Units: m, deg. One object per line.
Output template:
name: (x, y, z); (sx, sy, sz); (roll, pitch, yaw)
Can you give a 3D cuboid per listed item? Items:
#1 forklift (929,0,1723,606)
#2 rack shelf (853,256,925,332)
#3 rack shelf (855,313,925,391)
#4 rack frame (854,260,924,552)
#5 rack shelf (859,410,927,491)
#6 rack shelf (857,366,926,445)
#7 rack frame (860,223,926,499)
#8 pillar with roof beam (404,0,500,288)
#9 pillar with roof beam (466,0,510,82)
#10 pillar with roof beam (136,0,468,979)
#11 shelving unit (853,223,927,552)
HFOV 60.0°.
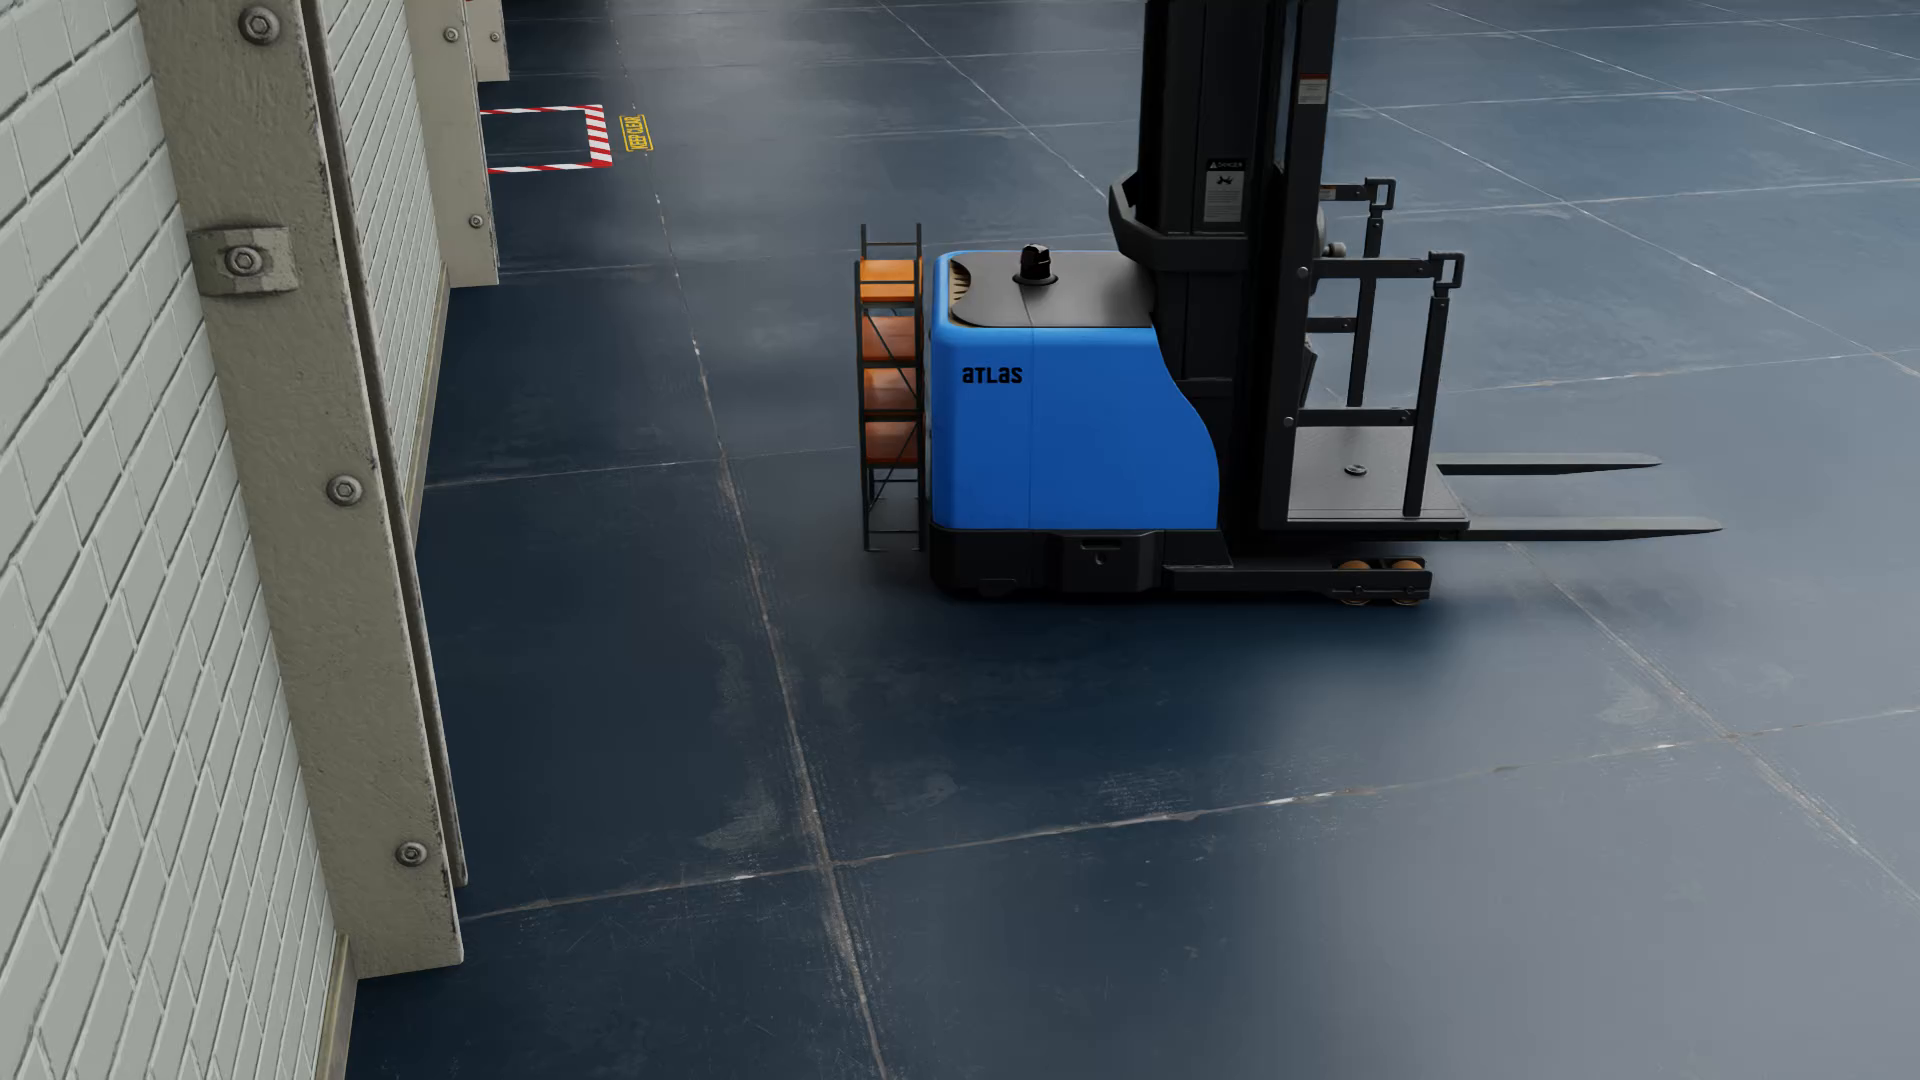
forklift: (1.397, -1.301, 6.076); (3.031, 2.935, 1.130); (0, 27, 0)
rack shelf: (-0.270, -0.954, 6.435); (0.258, 0.148, 0.480); (0, 27, 0)
rack shelf: (-0.269, -0.743, 6.542); (0.258, 0.148, 0.480); (0, 27, 0)
rack frame: (-0.267, -0.494, 6.394); (0.240, 1.200, 0.015); (0, 27, 0)
rack shelf: (-0.266, -0.366, 6.732); (0.258, 0.148, 0.480); (0, 27, 0)
rack shelf: (-0.268, -0.543, 6.642); (0.258, 0.148, 0.480); (0, 27, 0)
rack frame: (-0.269, -0.713, 6.830); (0.240, 1.200, 0.015); (0, 27, 0)
pillar with roof beam: (1.305, -6.017, 8.685); (9.100, 9.000, 0.400); (-6, 27, -12)
pillar with roof beam: (-0.047, -8.651, 13.903); (9.100, 9.000, 0.400); (-6, 27, -12)
pillar with roof beam: (2.658, -3.383, 3.466); (9.100, 9.000, 0.400); (-6, 27, -12)
shelving unit: (-0.268, -0.603, 6.612); (0.258, 1.200, 0.503); (0, 27, 0)
